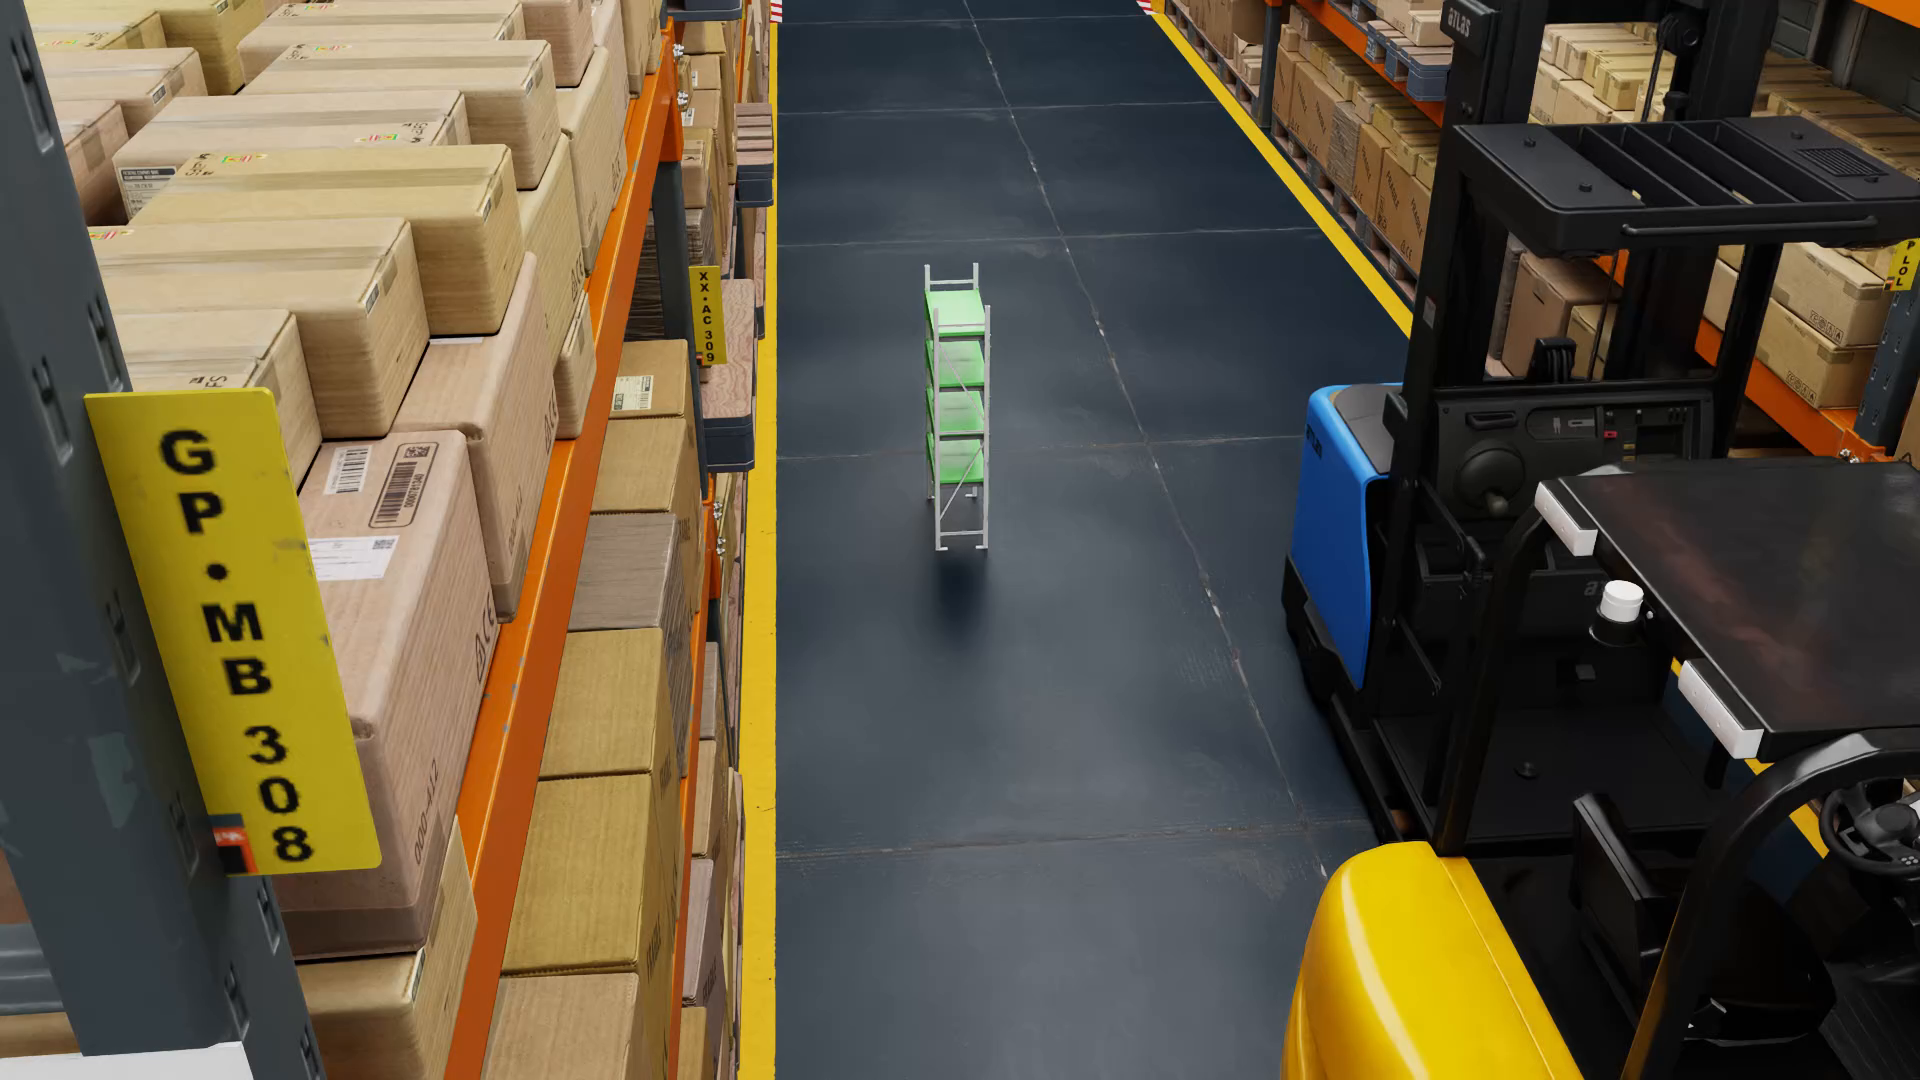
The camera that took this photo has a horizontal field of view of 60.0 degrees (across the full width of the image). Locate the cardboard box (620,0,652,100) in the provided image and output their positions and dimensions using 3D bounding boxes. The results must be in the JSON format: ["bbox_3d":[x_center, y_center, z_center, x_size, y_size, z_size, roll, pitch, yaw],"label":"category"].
[{"bbox_3d":[-0.964,-1.170,3.715,0.500,0.250,0.500,-3,31,-5],"label":"cardboard box"}]

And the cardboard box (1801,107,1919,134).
[{"bbox_3d":[3.735,-1.694,6.930,0.380,0.149,0.250,-3,31,-5],"label":"cardboard box"}]

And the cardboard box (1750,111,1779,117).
[{"bbox_3d":[3.219,-1.665,6.883,0.380,0.149,0.250,-2,31,-4],"label":"cardboard box"}]

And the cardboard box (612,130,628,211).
[{"bbox_3d":[-0.906,-0.797,3.479,0.380,0.149,0.250,-2,31,-3],"label":"cardboard box"}]

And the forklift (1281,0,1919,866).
[{"bbox_3d":[2.039,-0.230,5.277,1.130,2.935,3.031,-3,31,-5],"label":"forklift"}]

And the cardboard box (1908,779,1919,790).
[{"bbox_3d":[3.408,0.775,5.311,0.500,0.250,0.500,-3,31,-5],"label":"cardboard box"}]

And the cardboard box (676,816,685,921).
[{"bbox_3d":[-0.835,0.748,3.817,0.380,0.149,0.250,-2,31,-4],"label":"cardboard box"}]

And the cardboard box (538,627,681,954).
[{"bbox_3d":[-0.871,0.543,3.528,0.500,0.500,0.500,-3,31,-6],"label":"cardboard box"}]

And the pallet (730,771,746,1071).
[{"bbox_3d":[-1.223,1.249,5.453,1.003,0.211,1.213,-3,31,-5],"label":"pallet"}]

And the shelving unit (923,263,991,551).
[{"bbox_3d":[-0.015,-0.600,7.584,0.258,1.200,0.503,-3,31,-5],"label":"shelving unit"}]

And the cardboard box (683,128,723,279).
[{"bbox_3d":[-1.127,-1.149,5.952,0.500,0.500,0.500,-3,31,-4],"label":"cardboard box"}]

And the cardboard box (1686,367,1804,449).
[{"bbox_3d":[3.496,-0.352,7.321,0.875,0.625,0.625,-3,31,-5],"label":"cardboard box"}]

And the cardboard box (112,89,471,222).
[{"bbox_3d":[-0.846,-0.473,2.159,0.380,0.149,0.250,-3,31,-5],"label":"cardboard box"}]

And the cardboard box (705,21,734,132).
[{"bbox_3d":[-1.316,-2.200,7.712,0.500,0.500,0.500,-3,31,-5],"label":"cardboard box"}]

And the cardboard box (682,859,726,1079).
[{"bbox_3d":[-0.900,1.198,4.360,0.500,0.500,0.500,-1,31,-2],"label":"cardboard box"}]

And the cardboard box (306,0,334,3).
[{"bbox_3d":[-1.461,-0.884,3.235,0.500,0.250,0.500,-2,31,-4],"label":"cardboard box"}]

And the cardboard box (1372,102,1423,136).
[{"bbox_3d":[2.908,-2.736,10.801,0.380,0.149,0.250,-3,31,-5],"label":"cardboard box"}]

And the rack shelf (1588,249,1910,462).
[{"bbox_3d":[3.434,-1.241,7.605,1.077,0.370,4.000,-3,31,-5],"label":"rack shelf"}]

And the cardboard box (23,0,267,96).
[{"bbox_3d":[-1.389,-0.846,2.783,0.380,0.149,0.250,-2,31,-4],"label":"cardboard box"}]

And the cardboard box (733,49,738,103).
[{"bbox_3d":[-1.490,-2.529,9.205,0.500,0.250,0.500,-3,31,-5],"label":"cardboard box"}]

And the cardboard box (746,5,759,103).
[{"bbox_3d":[-1.931,-3.329,12.061,0.875,0.875,0.875,-2,31,-3],"label":"cardboard box"}]

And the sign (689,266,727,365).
[{"bbox_3d":[-0.781,-0.691,5.138,0.100,0.325,0.005,-3,31,-5],"label":"sign"}]

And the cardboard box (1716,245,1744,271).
[{"bbox_3d":[3.265,-1.180,6.459,0.500,0.250,0.500,-4,31,-6],"label":"cardboard box"}]

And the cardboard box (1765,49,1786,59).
[{"bbox_3d":[3.617,-2.214,7.801,0.380,0.149,0.250,-3,31,-5],"label":"cardboard box"}]

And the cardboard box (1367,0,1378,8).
[{"bbox_3d":[2.910,-3.621,10.376,0.797,0.503,0.637,-3,31,-6],"label":"cardboard box"}]

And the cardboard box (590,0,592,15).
[{"bbox_3d":[-0.886,-1.001,3.043,0.380,0.149,0.250,-2,31,-4],"label":"cardboard box"}]

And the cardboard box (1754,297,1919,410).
[{"bbox_3d":[3.313,-0.710,6.159,0.500,0.250,0.500,-2,31,-3],"label":"cardboard box"}]

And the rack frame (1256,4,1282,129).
[{"bbox_3d":[2.873,-4.614,12.549,1.000,3.000,0.127,-3,31,-5],"label":"rack frame"}]

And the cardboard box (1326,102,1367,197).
[{"bbox_3d":[2.838,-2.672,11.326,0.500,0.500,0.500,-4,31,-6],"label":"cardboard box"}]

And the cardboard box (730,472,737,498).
[{"bbox_3d":[-1.510,-0.331,7.532,0.950,0.372,0.625,-2,31,-3],"label":"cardboard box"}]

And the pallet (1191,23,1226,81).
[{"bbox_3d":[2.693,-4.391,14.896,1.003,0.211,1.213,-3,31,-5],"label":"pallet"}]

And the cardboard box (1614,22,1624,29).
[{"bbox_3d":[3.479,-2.736,8.676,0.380,0.149,0.250,-2,31,-3],"label":"cardboard box"}]

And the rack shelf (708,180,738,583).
[{"bbox_3d":[-1.508,-1.002,7.203,1.077,0.370,4.000,-3,31,-5],"label":"rack shelf"}]

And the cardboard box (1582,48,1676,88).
[{"bbox_3d":[3.149,-2.190,7.761,0.380,0.149,0.250,-2,31,-4],"label":"cardboard box"}]

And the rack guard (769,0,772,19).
[{"bbox_3d":[-2.444,-5.355,16.228,1.175,0.500,0.348,-3,31,-5],"label":"rack guard"}]

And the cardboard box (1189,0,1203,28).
[{"bbox_3d":[2.503,-5.008,15.237,0.700,0.500,0.500,-2,31,-3],"label":"cardboard box"}]

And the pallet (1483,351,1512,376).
[{"bbox_3d":[3.285,-0.952,9.138,1.003,0.211,1.213,-3,31,-5],"label":"pallet"}]

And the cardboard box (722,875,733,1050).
[{"bbox_3d":[-0.938,1.271,4.969,0.500,0.250,0.500,-4,31,-6],"label":"cardboard box"}]

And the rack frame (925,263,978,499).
[{"bbox_3d":[-0.038,-0.724,7.792,0.240,1.200,0.015,-3,31,-5],"label":"rack frame"}]

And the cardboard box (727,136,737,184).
[{"bbox_3d":[-1.209,-1.719,7.539,0.380,0.149,0.250,-2,31,-4],"label":"cardboard box"}]

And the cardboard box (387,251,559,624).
[{"bbox_3d":[-0.766,-0.125,1.966,0.500,0.250,0.500,-3,31,-5],"label":"cardboard box"}]

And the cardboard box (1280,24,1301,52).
[{"bbox_3d":[2.642,-3.803,12.588,0.380,0.149,0.250,-1,31,-2],"label":"cardboard box"}]

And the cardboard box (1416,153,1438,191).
[{"bbox_3d":[2.949,-2.197,9.899,0.380,0.149,0.250,-4,31,-7],"label":"cardboard box"}]

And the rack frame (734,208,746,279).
[{"bbox_3d":[-1.695,-2.332,8.729,1.000,3.000,0.127,-3,31,-5],"label":"rack frame"}]

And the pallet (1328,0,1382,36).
[{"bbox_3d":[3.061,-3.482,10.841,1.003,0.211,1.213,-3,31,-5],"label":"pallet"}]

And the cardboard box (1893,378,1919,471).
[{"bbox_3d":[3.402,-0.333,5.285,0.500,0.500,0.500,-4,31,-6],"label":"cardboard box"}]

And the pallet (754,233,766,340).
[{"bbox_3d":[-1.693,-1.541,10.124,1.003,0.211,1.213,-3,31,-5],"label":"pallet"}]

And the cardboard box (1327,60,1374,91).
[{"bbox_3d":[2.805,-3.266,11.689,0.380,0.149,0.250,-3,31,-5],"label":"cardboard box"}]

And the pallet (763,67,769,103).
[{"bbox_3d":[-2.062,-3.569,13.519,1.003,0.211,1.213,-3,31,-5],"label":"pallet"}]

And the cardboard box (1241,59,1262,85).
[{"bbox_3d":[2.529,-3.840,13.625,0.380,0.149,0.250,-4,31,-6],"label":"cardboard box"}]

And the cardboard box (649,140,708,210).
[{"bbox_3d":[-1.013,-1.176,5.364,0.380,0.149,0.250,-3,31,-5],"label":"cardboard box"}]

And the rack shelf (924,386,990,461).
[{"bbox_3d":[-0.015,-0.545,7.617,0.258,0.148,0.480,-3,31,-5],"label":"rack shelf"}]
